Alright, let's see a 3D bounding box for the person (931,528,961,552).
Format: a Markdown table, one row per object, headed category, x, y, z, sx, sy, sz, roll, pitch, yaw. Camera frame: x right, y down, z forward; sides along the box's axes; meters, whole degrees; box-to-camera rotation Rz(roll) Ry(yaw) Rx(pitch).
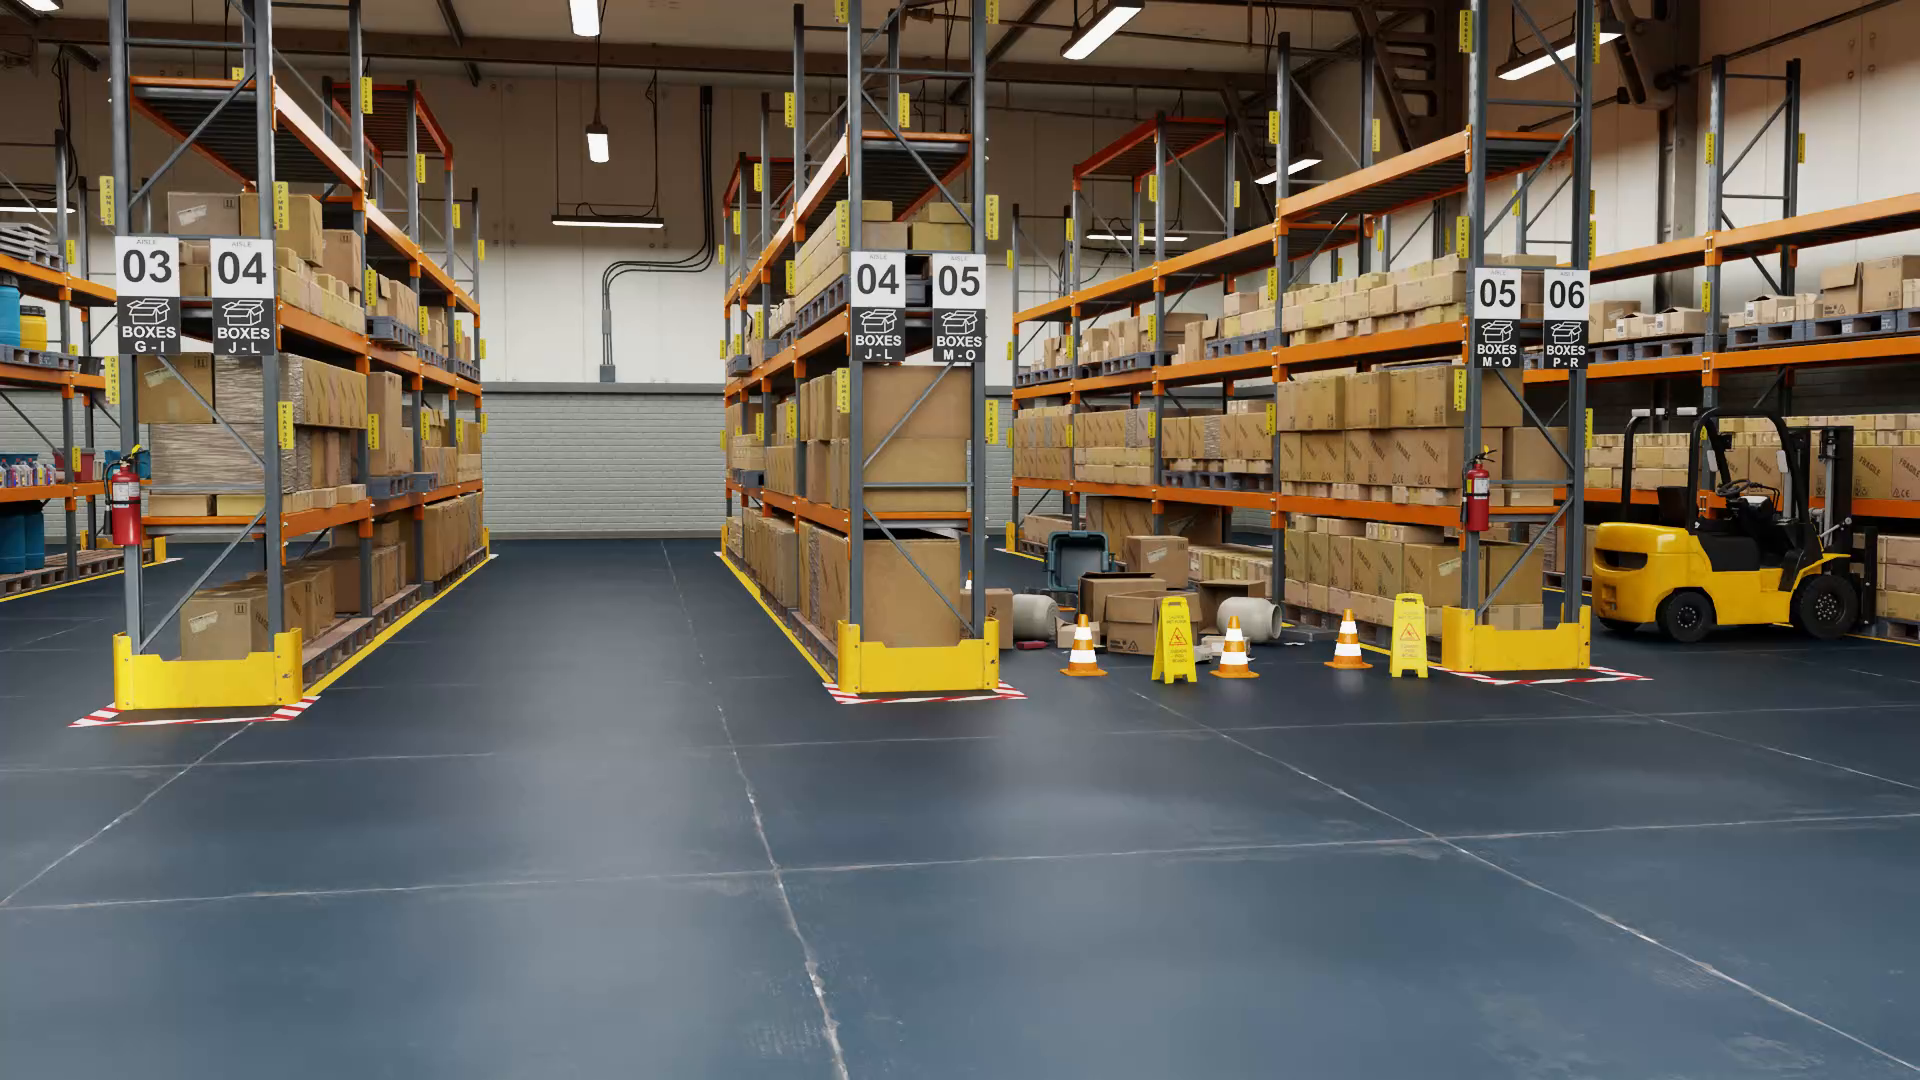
| category | x | y | z | sx | sy | sz | roll | pitch | yaw |
| --- | --- | --- | --- | --- | --- | --- | --- | --- | --- |
| person | -0.241 | 0.281 | 19.418 | 0.461 | 0.865 | 0.850 | -1 | 3 | -15 |
